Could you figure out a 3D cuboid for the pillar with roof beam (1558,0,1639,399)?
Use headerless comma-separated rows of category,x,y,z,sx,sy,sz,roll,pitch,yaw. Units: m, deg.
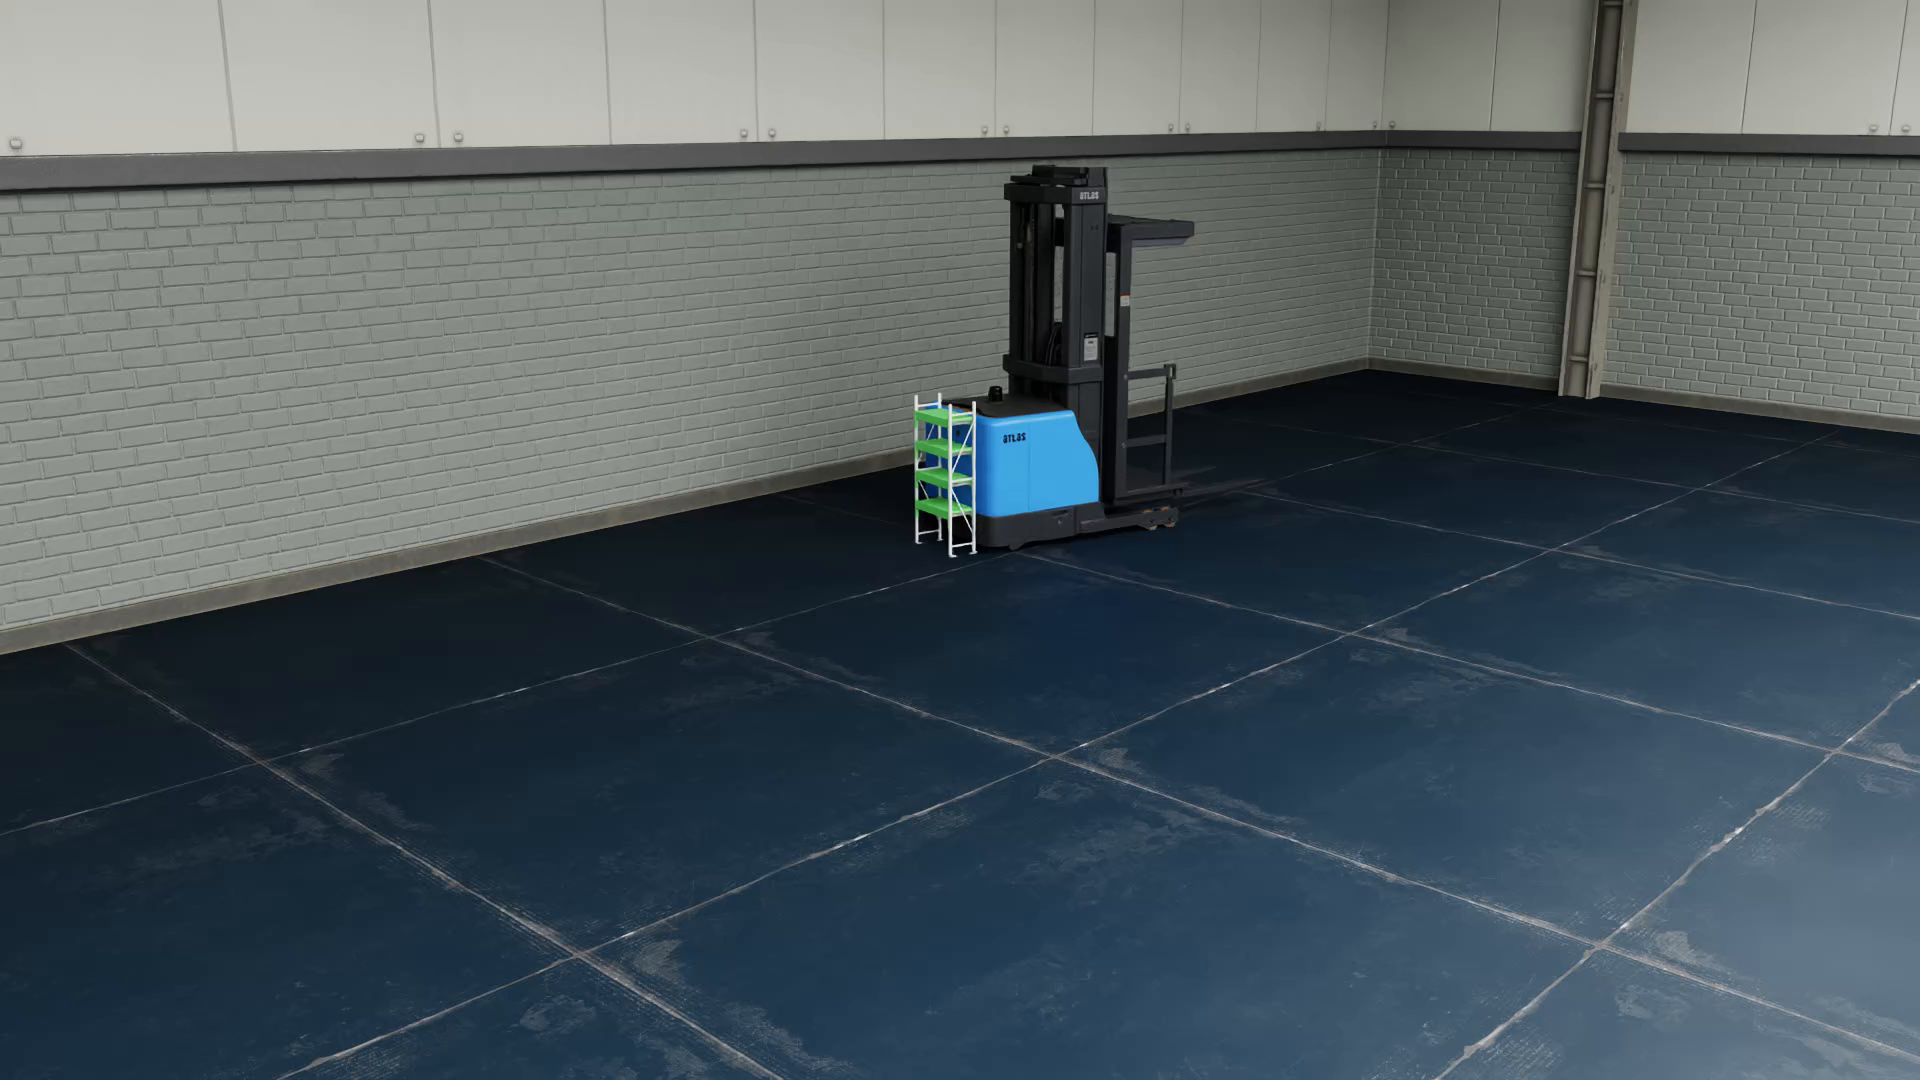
pillar with roof beam,4.509,-5.322,16.012,0.400,9.000,9.100,14,20,42

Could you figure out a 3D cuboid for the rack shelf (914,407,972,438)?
rack shelf,-0.119,-0.916,12.917,0.258,0.148,0.480,-9,17,-32

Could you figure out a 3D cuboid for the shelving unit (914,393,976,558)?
shelving unit,-0.119,-0.513,13.021,0.258,1.200,0.503,-9,17,-32

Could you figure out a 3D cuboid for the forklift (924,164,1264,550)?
forklift,1.219,-1.599,13.757,3.031,2.935,1.130,-9,17,-32

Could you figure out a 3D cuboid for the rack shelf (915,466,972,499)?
rack shelf,-0.119,-0.451,13.038,0.258,0.148,0.480,-9,17,-32

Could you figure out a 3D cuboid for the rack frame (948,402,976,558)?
rack frame,0.016,-0.462,12.825,0.240,1.200,0.015,-9,17,-32

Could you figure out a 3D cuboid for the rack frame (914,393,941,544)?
rack frame,-0.254,-0.564,13.218,0.240,1.200,0.015,-9,17,-32

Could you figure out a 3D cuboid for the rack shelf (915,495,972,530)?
rack shelf,-0.119,-0.219,13.098,0.258,0.148,0.480,-9,17,-32

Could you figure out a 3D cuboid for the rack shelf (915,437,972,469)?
rack shelf,-0.119,-0.683,12.977,0.258,0.148,0.480,-9,17,-32
